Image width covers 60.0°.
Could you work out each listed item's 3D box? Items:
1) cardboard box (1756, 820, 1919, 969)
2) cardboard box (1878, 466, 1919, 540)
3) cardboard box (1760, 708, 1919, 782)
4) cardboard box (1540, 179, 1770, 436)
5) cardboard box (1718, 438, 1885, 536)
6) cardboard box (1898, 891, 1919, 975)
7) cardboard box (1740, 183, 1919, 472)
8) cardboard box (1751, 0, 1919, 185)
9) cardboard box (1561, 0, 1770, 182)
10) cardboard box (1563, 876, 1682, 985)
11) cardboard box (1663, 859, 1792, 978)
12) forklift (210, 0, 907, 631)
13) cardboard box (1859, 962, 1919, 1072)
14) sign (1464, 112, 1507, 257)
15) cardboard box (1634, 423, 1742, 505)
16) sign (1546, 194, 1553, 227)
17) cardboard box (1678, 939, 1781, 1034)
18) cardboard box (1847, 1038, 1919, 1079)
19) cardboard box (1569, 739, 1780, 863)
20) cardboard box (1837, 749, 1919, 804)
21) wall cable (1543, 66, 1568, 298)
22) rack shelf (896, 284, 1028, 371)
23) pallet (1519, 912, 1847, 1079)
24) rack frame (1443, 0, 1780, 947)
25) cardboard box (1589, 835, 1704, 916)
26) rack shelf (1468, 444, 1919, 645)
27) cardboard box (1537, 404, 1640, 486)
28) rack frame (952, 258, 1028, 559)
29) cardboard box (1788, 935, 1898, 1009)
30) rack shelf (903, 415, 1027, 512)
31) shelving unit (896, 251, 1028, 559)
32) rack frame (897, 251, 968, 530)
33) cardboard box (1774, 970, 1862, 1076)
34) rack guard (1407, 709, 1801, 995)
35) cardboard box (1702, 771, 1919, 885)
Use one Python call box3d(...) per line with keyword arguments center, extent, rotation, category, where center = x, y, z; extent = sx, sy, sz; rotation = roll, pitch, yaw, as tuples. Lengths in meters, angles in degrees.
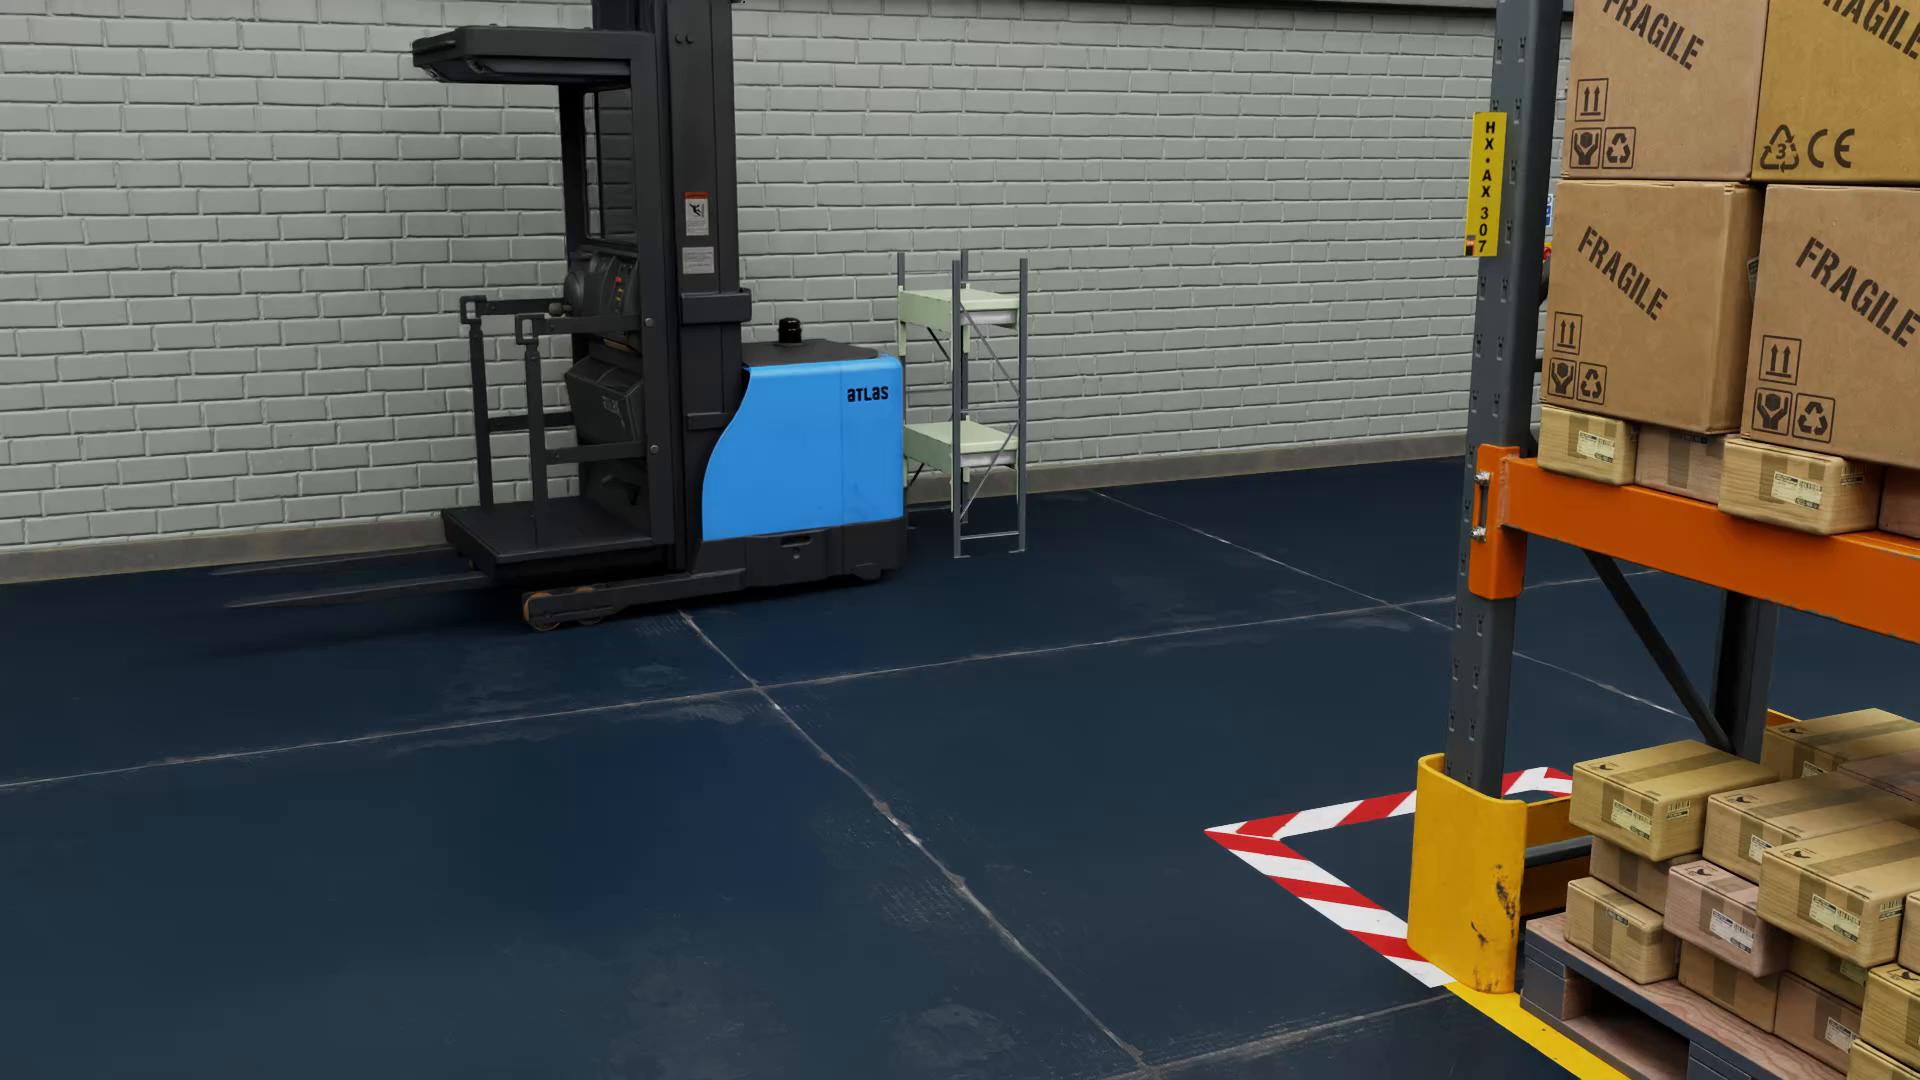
box3d(center=(1.818, 0.694, 3.290), extent=(0.380, 0.149, 0.250), rotation=(-6, 14, -23), category="cardboard box")
box3d(center=(1.973, -0.080, 3.119), extent=(0.380, 0.149, 0.250), rotation=(-5, 14, -20), category="cardboard box")
box3d(center=(2.160, 0.532, 3.991), extent=(0.380, 0.149, 0.250), rotation=(-5, 14, -22), category="cardboard box")
box3d(center=(1.642, -0.525, 3.604), extent=(0.500, 0.500, 0.500), rotation=(-5, 14, -20), category="cardboard box")
box3d(center=(1.744, -0.121, 3.297), extent=(0.380, 0.149, 0.250), rotation=(-6, 14, -25), category="cardboard box")
box3d(center=(1.993, 0.738, 3.101), extent=(0.380, 0.149, 0.250), rotation=(-6, 14, -26), category="cardboard box")
box3d(center=(1.880, -0.417, 3.136), extent=(0.500, 0.500, 0.500), rotation=(-6, 14, -23), category="cardboard box")
box3d(center=(1.860, -0.909, 3.048), extent=(0.500, 0.500, 0.500), rotation=(-5, 14, -21), category="cardboard box")
box3d(center=(1.652, -1.013, 3.496), extent=(0.500, 0.500, 0.500), rotation=(-6, 14, -23), category="cardboard box")
box3d(center=(1.632, 0.872, 3.839), extent=(0.380, 0.149, 0.250), rotation=(-5, 14, -22), category="cardboard box")
box3d(center=(1.748, 0.784, 3.564), extent=(0.380, 0.149, 0.250), rotation=(-6, 14, -23), category="cardboard box")
box3d(center=(-1.797, -1.171, 7.430), extent=(3.031, 2.935, 1.130), rotation=(-7, 15, -28), category="forklift")
box3d(center=(1.931, 0.889, 3.108), extent=(0.380, 0.149, 0.250), rotation=(-5, 14, -21), category="cardboard box")
box3d(center=(1.218, -0.822, 3.848), extent=(0.100, 0.325, 0.005), rotation=(-6, 14, -23), category="sign")
box3d(center=(1.685, -0.181, 3.558), extent=(0.380, 0.149, 0.250), rotation=(-5, 14, -21), category="cardboard box")
box3d(center=(3.862, -2.220, 11.209), extent=(0.327, 0.218, 0.001), rotation=(-6, 14, -23), category="sign")
box3d(center=(1.812, 0.919, 3.637), extent=(0.380, 0.149, 0.250), rotation=(-6, 14, -23), category="cardboard box")
box3d(center=(1.920, 1.033, 3.147), extent=(0.380, 0.149, 0.250), rotation=(-5, 14, -22), category="cardboard box")
box3d(center=(1.614, 0.584, 3.764), extent=(0.380, 0.149, 0.250), rotation=(-6, 14, -26), category="cardboard box")
box3d(center=(2.208, 0.589, 3.744), extent=(0.380, 0.149, 0.250), rotation=(-5, 14, -22), category="cardboard box")
box3d(center=(3.930, -2.590, 11.086), extent=(0.585, 1.953, 0.123), rotation=(-6, 14, -23), category="wall cable")
box3d(center=(0.003, -1.110, 8.607), extent=(0.431, 0.370, 0.720), rotation=(-6, 14, -23), category="rack shelf")
box3d(center=(2.039, 1.096, 3.665), extent=(1.003, 0.211, 1.213), rotation=(-6, 14, -23), category="pallet")
box3d(center=(1.715, -0.449, 4.157), extent=(1.000, 3.000, 0.127), rotation=(-6, 14, -23), category="rack frame")
box3d(center=(1.690, 0.722, 3.830), extent=(0.380, 0.149, 0.250), rotation=(-5, 14, -21), category="cardboard box")
box3d(center=(2.517, 0.315, 2.453), extent=(1.077, 0.370, 4.000), rotation=(-6, 14, -23), category="rack shelf")
box3d(center=(1.545, -0.230, 3.769), extent=(0.380, 0.149, 0.250), rotation=(-6, 14, -23), category="cardboard box")
box3d(center=(0.149, -0.654, 8.368), extent=(0.400, 1.500, 0.023), rotation=(-6, 14, -23), category="rack frame")
box3d(center=(1.927, 0.826, 3.380), extent=(0.380, 0.149, 0.250), rotation=(-5, 14, -22), category="cardboard box")
box3d(center=(0.003, -0.412, 8.768), extent=(0.431, 0.370, 0.720), rotation=(-6, 14, -23), category="rack shelf")
box3d(center=(0.003, -0.729, 8.695), extent=(0.431, 1.500, 0.755), rotation=(-6, 14, -23), category="shelving unit")
box3d(center=(-0.144, -0.805, 9.022), extent=(0.400, 1.500, 0.023), rotation=(-6, 14, -23), category="rack frame")
box3d(center=(1.918, 0.970, 3.418), extent=(0.380, 0.149, 0.250), rotation=(-5, 14, -22), category="cardboard box")
box3d(center=(1.746, 0.785, 4.371), extent=(1.175, 0.500, 0.348), rotation=(-6, 14, -23), category="rack guard")
box3d(center=(1.835, 0.631, 3.565), extent=(0.380, 0.149, 0.250), rotation=(-5, 14, -22), category="cardboard box")
